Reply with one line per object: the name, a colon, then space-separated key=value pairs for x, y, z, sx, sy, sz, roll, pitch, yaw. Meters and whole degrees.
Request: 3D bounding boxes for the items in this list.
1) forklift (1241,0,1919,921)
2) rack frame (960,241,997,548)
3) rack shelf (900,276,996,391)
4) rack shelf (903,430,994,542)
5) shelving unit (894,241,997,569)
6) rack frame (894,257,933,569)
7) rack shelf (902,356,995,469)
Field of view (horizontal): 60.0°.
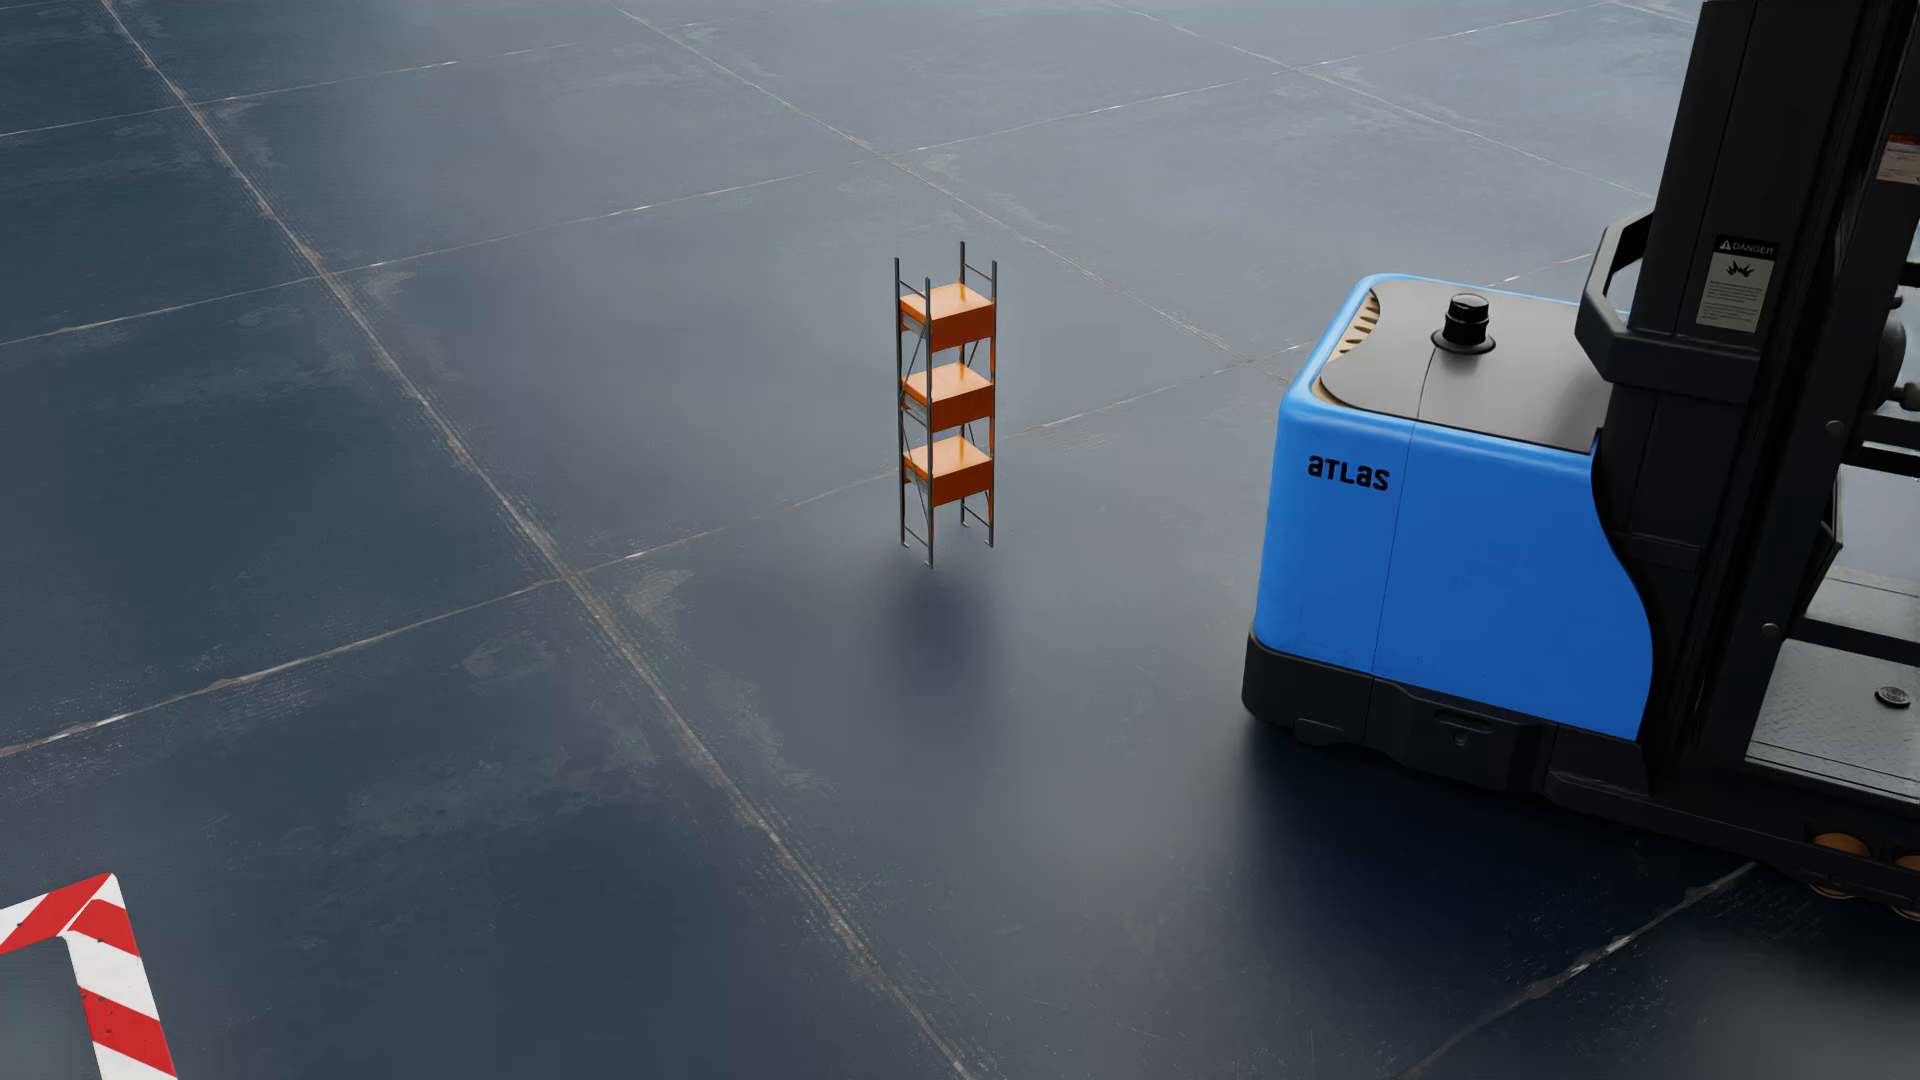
forklift: x=2.386 y=-0.597 z=3.950 sx=3.031 sy=2.935 sz=1.130 roll=14 pitch=35 yaw=21
rack frame: x=0.058 y=-0.464 z=5.501 sx=0.008 sy=1.050 sz=0.200 roll=-19 pitch=37 yaw=-27
rack shelf: x=-0.045 y=-0.660 z=5.300 sx=0.240 sy=0.259 sz=0.215 roll=-19 pitch=37 yaw=-27
rack shelf: x=-0.045 y=-0.185 z=5.599 sx=0.240 sy=0.259 sz=0.215 roll=-19 pitch=37 yaw=-27
shelving unit: x=-0.045 y=-0.429 z=5.445 sx=0.252 sy=1.050 sz=0.215 roll=-19 pitch=37 yaw=-27
rack frame: x=-0.148 y=-0.393 z=5.389 sx=0.008 sy=1.050 sz=0.200 roll=-19 pitch=37 yaw=-27
rack shelf: x=-0.045 y=-0.420 z=5.451 sx=0.240 sy=0.259 sz=0.215 roll=-19 pitch=37 yaw=-27
